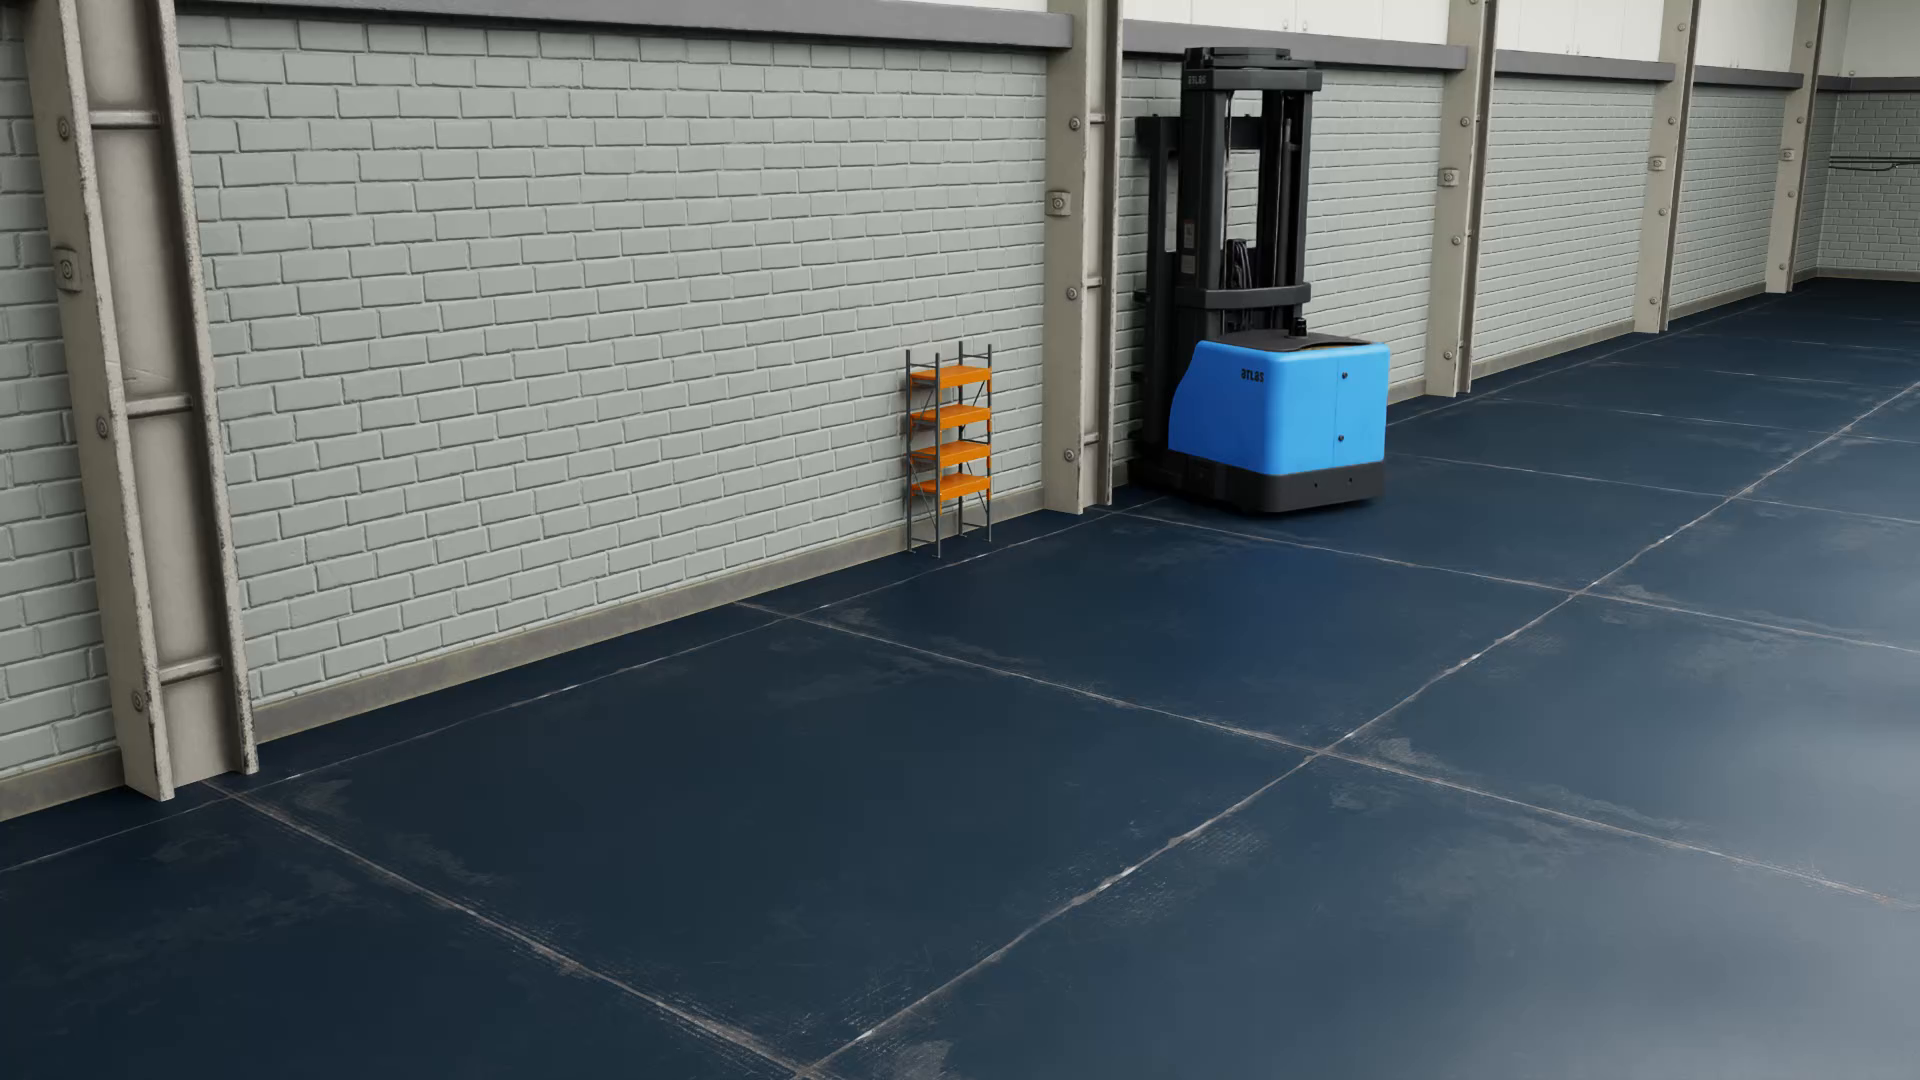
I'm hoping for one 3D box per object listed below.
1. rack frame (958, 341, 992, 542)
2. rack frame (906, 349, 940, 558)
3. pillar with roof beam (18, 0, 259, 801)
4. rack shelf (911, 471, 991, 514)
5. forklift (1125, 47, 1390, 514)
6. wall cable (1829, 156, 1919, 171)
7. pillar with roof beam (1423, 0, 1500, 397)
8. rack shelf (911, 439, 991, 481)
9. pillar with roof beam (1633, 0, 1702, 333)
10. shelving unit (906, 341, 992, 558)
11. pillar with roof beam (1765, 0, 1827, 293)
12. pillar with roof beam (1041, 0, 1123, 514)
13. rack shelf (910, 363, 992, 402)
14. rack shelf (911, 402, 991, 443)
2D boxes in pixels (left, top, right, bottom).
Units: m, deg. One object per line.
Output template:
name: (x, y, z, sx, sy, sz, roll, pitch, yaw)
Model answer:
rack frame: (0.089, -0.589, 10.004, 0.240, 1.200, 0.015, 11, 18, 37)
rack frame: (-0.214, -0.495, 9.634, 0.240, 1.200, 0.015, 11, 18, 37)
pillar with roof beam: (0.348, -2.773, 2.761, 9.100, 9.000, 0.400, 11, 18, 38)
rack shelf: (-0.062, -0.285, 9.885, 0.258, 0.148, 0.480, 11, 18, 37)
forklift: (1.616, -1.900, 11.649, 1.130, 2.935, 3.031, -8, 17, -30)
wall cable: (14.964, -6.890, 25.274, 3.097, 2.526, 0.112, 11, 18, 38)
pillar with roof beam: (7.890, -5.071, 11.807, 9.100, 9.000, 0.400, 11, 18, 38)
rack shelf: (-0.062, -0.477, 9.836, 0.258, 0.148, 0.480, 11, 18, 37)
pillar with roof beam: (11.661, -6.220, 16.331, 9.100, 9.000, 0.400, 11, 18, 38)
shelving unit: (-0.062, -0.542, 9.819, 0.258, 1.200, 0.503, 11, 18, 37)
pillar with roof beam: (15.432, -7.369, 20.854, 9.100, 9.000, 0.400, 11, 18, 38)
pillar with roof beam: (4.119, -3.922, 7.284, 9.100, 9.000, 0.400, 11, 18, 38)
rack shelf: (-0.062, -0.923, 9.722, 0.258, 0.148, 0.480, 11, 18, 37)
rack shelf: (-0.062, -0.694, 9.781, 0.258, 0.148, 0.480, 11, 18, 37)
